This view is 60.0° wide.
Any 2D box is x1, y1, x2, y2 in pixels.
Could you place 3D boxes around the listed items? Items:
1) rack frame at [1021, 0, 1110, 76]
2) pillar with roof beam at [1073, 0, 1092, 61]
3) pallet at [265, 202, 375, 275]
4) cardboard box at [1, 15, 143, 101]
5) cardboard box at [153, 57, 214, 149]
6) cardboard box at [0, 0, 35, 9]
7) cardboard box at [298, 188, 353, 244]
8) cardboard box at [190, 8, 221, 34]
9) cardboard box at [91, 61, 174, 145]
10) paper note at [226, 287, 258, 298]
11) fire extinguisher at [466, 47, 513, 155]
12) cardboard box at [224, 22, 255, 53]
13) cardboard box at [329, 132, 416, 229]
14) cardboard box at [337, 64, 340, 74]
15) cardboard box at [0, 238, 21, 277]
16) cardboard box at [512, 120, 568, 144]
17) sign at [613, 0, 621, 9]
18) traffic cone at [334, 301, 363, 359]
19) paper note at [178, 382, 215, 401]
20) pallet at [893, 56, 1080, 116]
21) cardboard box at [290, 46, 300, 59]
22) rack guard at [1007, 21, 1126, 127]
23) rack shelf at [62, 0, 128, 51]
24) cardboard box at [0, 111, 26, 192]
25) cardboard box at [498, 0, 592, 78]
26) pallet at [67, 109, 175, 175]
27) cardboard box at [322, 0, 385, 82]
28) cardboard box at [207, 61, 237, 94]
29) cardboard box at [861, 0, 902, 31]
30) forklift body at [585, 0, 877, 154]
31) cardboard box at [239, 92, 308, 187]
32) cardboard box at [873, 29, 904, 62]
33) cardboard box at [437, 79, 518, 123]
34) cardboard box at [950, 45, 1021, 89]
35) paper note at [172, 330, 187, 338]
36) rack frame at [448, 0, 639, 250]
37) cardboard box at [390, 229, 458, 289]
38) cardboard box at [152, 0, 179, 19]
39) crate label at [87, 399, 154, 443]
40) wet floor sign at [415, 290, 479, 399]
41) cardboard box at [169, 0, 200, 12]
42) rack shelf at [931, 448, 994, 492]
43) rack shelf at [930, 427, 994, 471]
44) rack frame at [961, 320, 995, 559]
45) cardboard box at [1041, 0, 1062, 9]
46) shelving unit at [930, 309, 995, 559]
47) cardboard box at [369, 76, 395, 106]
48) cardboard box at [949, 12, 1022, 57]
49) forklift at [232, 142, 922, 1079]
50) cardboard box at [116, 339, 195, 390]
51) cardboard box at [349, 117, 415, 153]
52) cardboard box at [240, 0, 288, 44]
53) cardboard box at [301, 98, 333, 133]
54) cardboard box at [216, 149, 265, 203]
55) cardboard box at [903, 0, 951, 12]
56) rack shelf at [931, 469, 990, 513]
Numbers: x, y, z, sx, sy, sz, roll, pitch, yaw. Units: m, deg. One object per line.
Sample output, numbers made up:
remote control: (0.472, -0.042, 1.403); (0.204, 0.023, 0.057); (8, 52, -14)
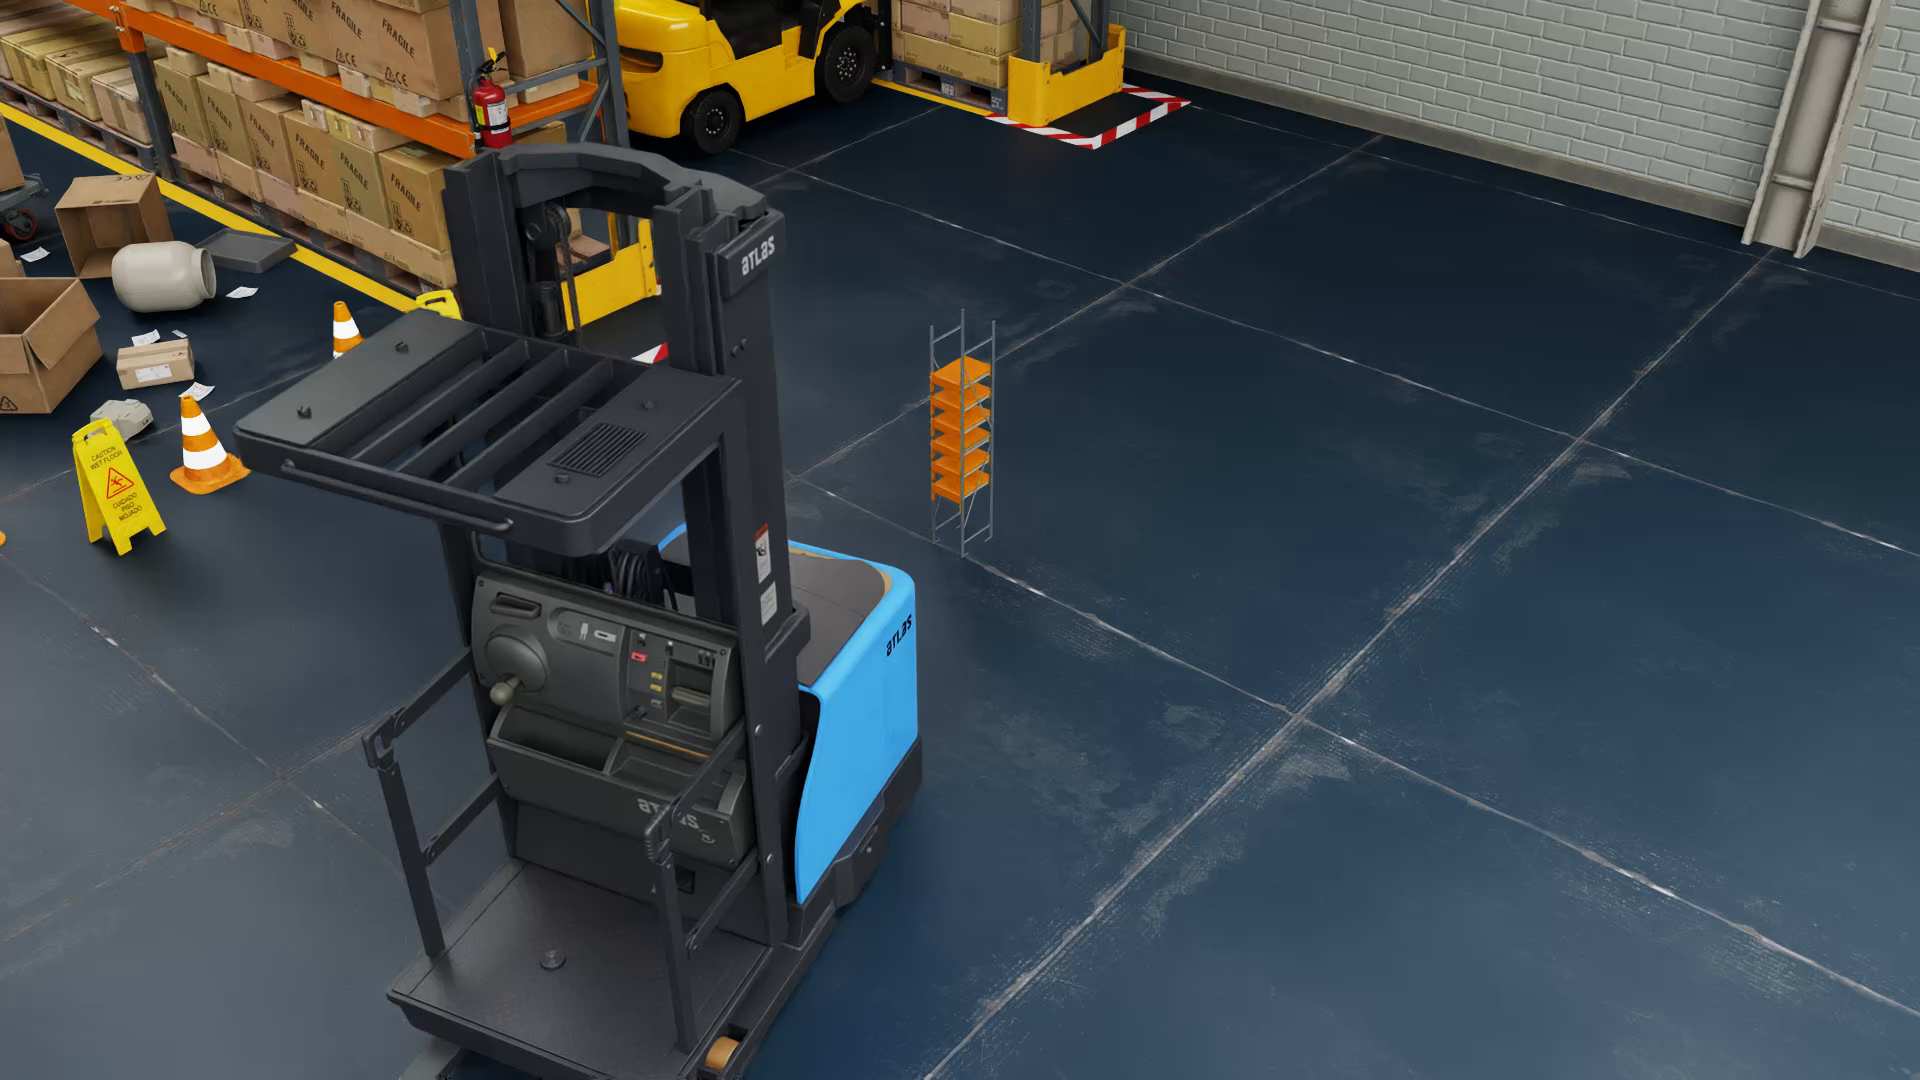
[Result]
rack frame: (0.833, -4.756, 12.525); (0.127, 3.000, 1.000); (25, 42, 32)
pillar with roof beam: (-1.880, -6.000, 9.038); (0.400, 9.000, 9.100); (25, 42, 32)
pallet: (-3.933, -2.224, 11.303); (1.213, 0.211, 1.003); (25, 42, 32)
cardboard box: (-6.909, -3.832, 13.131); (0.625, 0.372, 0.950); (27, 43, 33)
cardboard box: (-5.133, -3.061, 11.453); (0.500, 0.500, 0.500); (27, 43, 34)
cardboard box: (-8.060, -4.373, 13.919); (0.625, 0.372, 0.950); (22, 40, 29)
cardboard box: (-3.932, -2.188, 10.845); (0.500, 0.250, 0.500); (24, 41, 30)
cardboard box: (-4.758, -3.430, 10.816); (0.250, 0.149, 0.380); (27, 43, 33)
cardboard box: (-5.819, -3.322, 12.388); (0.625, 0.372, 0.950); (26, 42, 32)
paper note: (-4.534, -1.569, 10.508); (0.148, 0.019, 0.142); (12, 36, 16)
fire extinguisher: (-2.547, -2.321, 9.048); (0.183, 0.674, 0.296); (25, 42, 32)
cardboard box: (-4.400, -3.219, 10.509); (0.250, 0.149, 0.380); (25, 42, 32)
cardboard box: (-3.526, -2.308, 10.356); (0.500, 0.500, 0.500); (27, 43, 33)
cardboard box: (-3.537, -2.913, 10.064); (0.250, 0.149, 0.380); (26, 42, 32)
cardboard box: (-6.034, -1.491, 9.857); (0.503, 0.637, 0.797); (25, 42, 32)
cardboard box: (-2.802, -2.364, 10.439); (0.500, 0.500, 0.500); (24, 41, 30)
sign: (-1.993, -3.188, 9.477); (0.005, 0.325, 0.100); (25, 42, 32)
traffic cone: (-3.496, -1.143, 9.506); (0.334, 0.463, 0.336); (25, 42, 32)
paper note: (-4.340, -0.847, 9.457); (0.142, 0.019, 0.148); (12, 36, 16)
pallet: (0.219, -3.865, 13.691); (1.213, 0.211, 1.003); (25, 42, 32)
cardboard box: (-3.926, -3.096, 10.330); (0.250, 0.149, 0.380); (25, 42, 32)
rack guard: (0.852, -3.717, 13.220); (0.348, 0.500, 1.175); (25, 42, 32)
rack shelf: (-6.951, -4.471, 12.747); (4.000, 0.370, 1.077); (25, 42, 32)
cardboard box: (-6.530, -2.540, 10.838); (0.500, 0.500, 0.500); (25, 42, 32)
cardboard box: (-2.526, -3.051, 9.692); (0.500, 0.500, 0.500); (25, 41, 31)
pallet: (-6.013, -3.175, 12.687); (1.213, 0.211, 1.003); (25, 42, 32)
cardboard box: (-3.315, -3.019, 9.645); (0.500, 0.500, 0.500); (25, 42, 32)
cardboard box: (-4.680, -3.072, 10.896); (0.250, 0.149, 0.380); (27, 43, 33)
cardboard box: (-0.530, -4.406, 13.632); (0.500, 0.250, 0.500); (24, 41, 31)
forklift body: (-1.791, -4.299, 12.610); (1.214, 2.155, 2.313); (25, 42, 32)
cardboard box: (-4.317, -2.684, 10.904); (0.500, 0.500, 0.500); (28, 43, 34)
cardboard box: (-0.485, -4.197, 13.770); (0.500, 0.250, 0.500); (26, 42, 32)
cardboard box: (-2.764, -2.534, 9.511); (0.250, 0.149, 0.380); (27, 43, 33)
cardboard box: (0.270, -3.828, 13.232); (0.500, 0.250, 0.500); (26, 42, 32)
paper note: (-4.721, -1.247, 10.057); (0.123, 0.001, 0.032); (25, 42, 32)
rack frame: (-2.340, -2.595, 9.379); (0.127, 3.000, 1.000); (25, 42, 32)
cardboard box: (-3.152, -1.819, 10.307); (0.500, 0.250, 0.500); (25, 42, 32)
cardboard box: (-5.150, -3.617, 11.090); (0.250, 0.149, 0.380); (27, 43, 33)
crate label: (-4.589, -0.661, 9.091); (0.298, 0.136, 0.250); (6, 35, 8)
wet floor sign: (-2.879, -1.090, 9.267); (0.267, 0.644, 0.232); (-18, 38, -25)
cardboard box: (-4.854, -3.755, 10.717); (0.500, 0.500, 0.500); (25, 42, 32)
rack shelf: (0.011, -0.354, 7.996); (0.180, 0.103, 0.258); (25, 42, 32)
rack shelf: (0.011, -0.453, 7.928); (0.180, 0.103, 0.258); (25, 42, 32)
rack frame: (0.081, -0.456, 7.854); (0.006, 1.200, 0.240); (25, 42, 32)
cardboard box: (0.585, -4.464, 13.275); (0.500, 0.250, 0.500); (25, 41, 31)
shelving unit: (0.011, -0.489, 7.903); (0.189, 1.200, 0.258); (25, 42, 32)
cardboard box: (-3.213, -2.679, 9.724); (0.250, 0.149, 0.380); (24, 41, 31)
cardboard box: (0.259, -4.042, 13.102); (0.500, 0.250, 0.500); (25, 41, 31)
forklift: (-1.207, 0.447, 5.009); (1.130, 2.935, 3.031); (14, 37, 19)
cardboard box: (-4.639, -1.015, 9.597); (0.380, 0.149, 0.250); (-12, 36, -17)
cardboard box: (-3.448, -2.491, 10.051); (0.250, 0.149, 0.380); (27, 43, 33)
cardboard box: (-4.075, -3.393, 10.190); (0.500, 0.500, 0.500); (26, 42, 32)
cardboard box: (-3.840, -2.680, 10.325); (0.250, 0.149, 0.380); (27, 43, 34)
cardboard box: (-4.716, -2.564, 11.391); (0.500, 0.250, 0.500); (28, 43, 34)
cardboard box: (-0.117, -4.421, 13.212); (0.500, 0.250, 0.500); (26, 42, 33)
rack shelf: (0.011, -0.255, 8.064); (0.180, 0.103, 0.258); (25, 42, 32)
